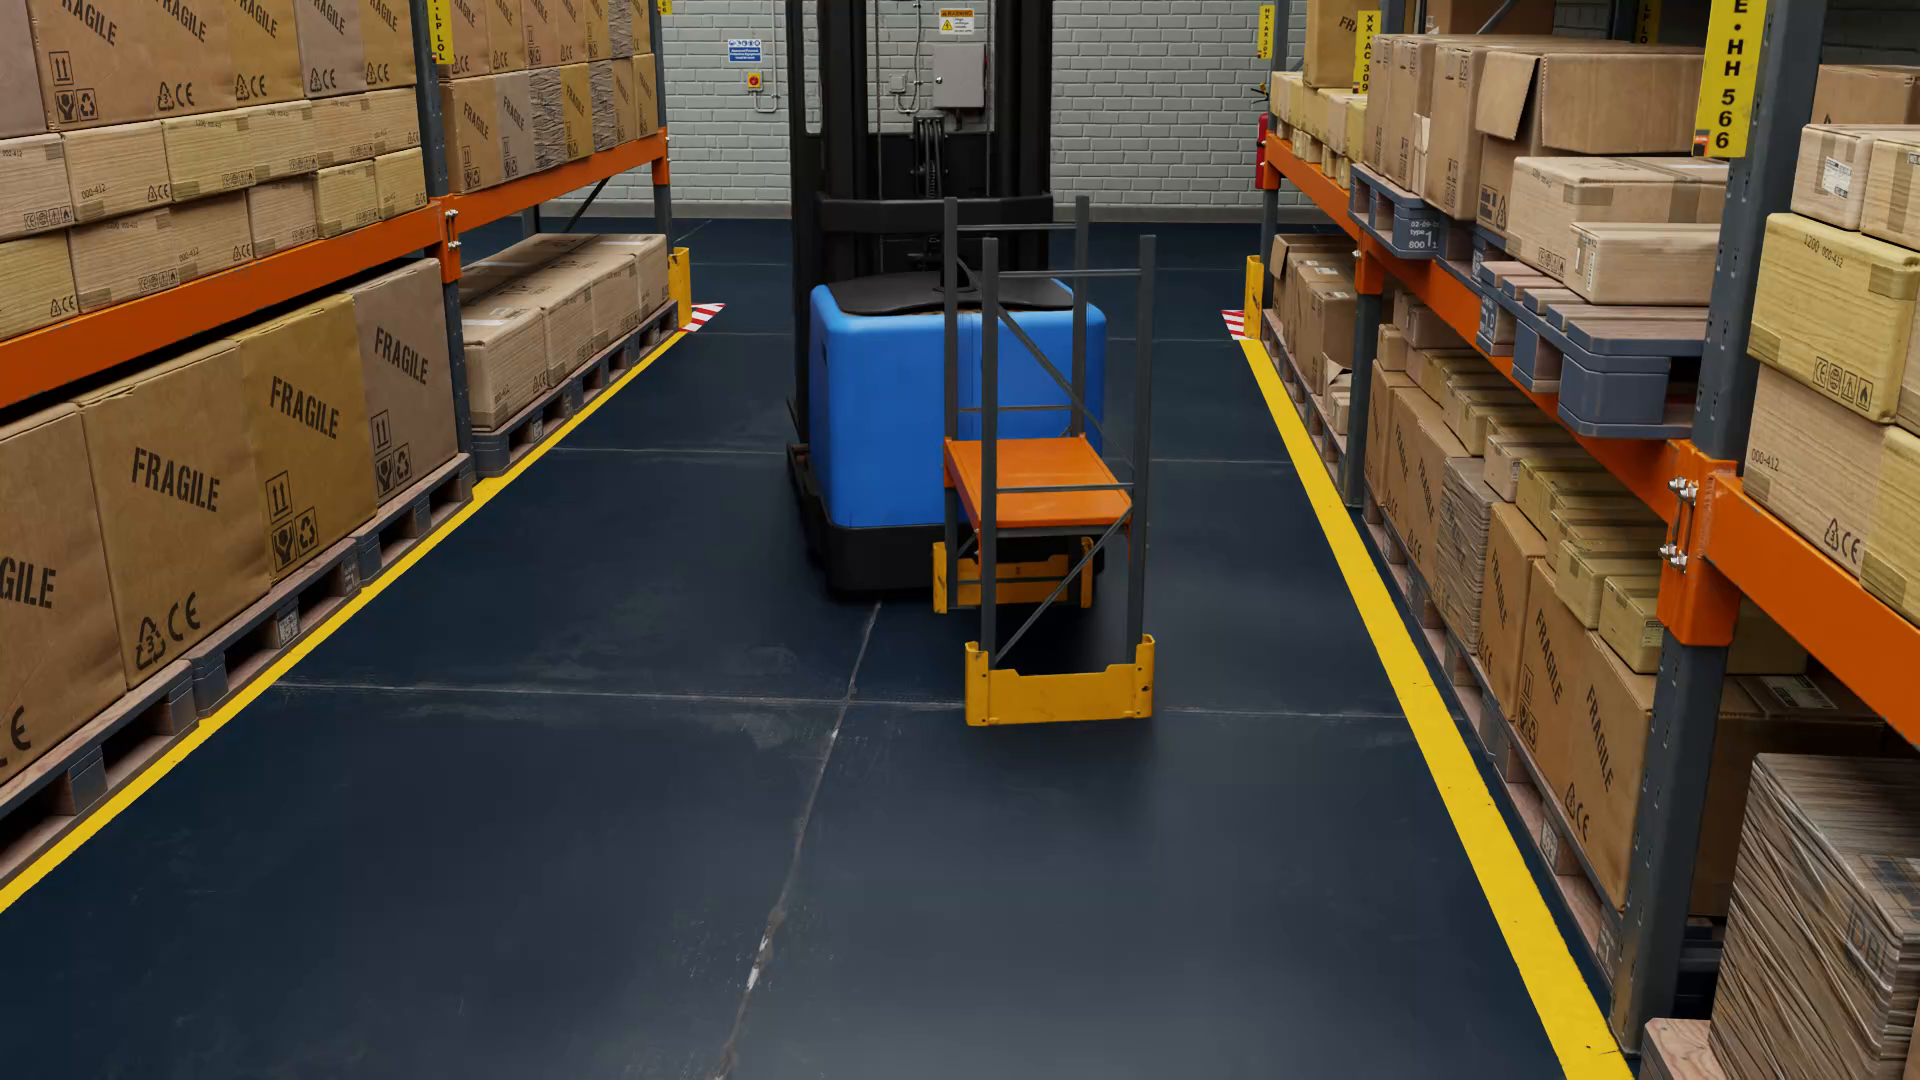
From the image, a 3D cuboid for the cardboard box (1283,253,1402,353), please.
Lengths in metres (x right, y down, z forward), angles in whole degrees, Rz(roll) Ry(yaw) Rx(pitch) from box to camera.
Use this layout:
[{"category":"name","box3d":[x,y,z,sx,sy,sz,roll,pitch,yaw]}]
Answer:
[{"category":"cardboard box","box3d":[2.255,-1.371,9.630,0.700,0.500,0.500,2,18,6]}]

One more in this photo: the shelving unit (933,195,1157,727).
[{"category":"shelving unit","box3d":[0.253,-0.311,5.463,0.587,1.500,1.083,-2,18,-6]}]

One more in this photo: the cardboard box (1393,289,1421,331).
[{"category":"cardboard box","box3d":[1.976,-0.924,6.746,0.380,0.149,0.250,1,18,3]}]

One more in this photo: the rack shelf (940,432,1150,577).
[{"category":"rack shelf","box3d":[0.254,-0.137,5.511,0.538,0.185,1.000,-2,18,-6]}]

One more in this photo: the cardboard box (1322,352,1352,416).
[{"category":"cardboard box","box3d":[1.979,-0.760,8.142,0.396,0.266,0.258,2,18,6]}]

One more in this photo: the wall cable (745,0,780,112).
[{"category":"wall cable","box3d":[-2.077,-5.171,16.204,0.585,1.953,0.123,1,18,4]}]

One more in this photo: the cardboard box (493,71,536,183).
[{"category":"cardboard box","box3d":[-2.410,-2.023,8.118,0.500,0.500,0.500,1,18,4]}]

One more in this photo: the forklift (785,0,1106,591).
[{"category":"forklift","box3d":[-0.206,-1.625,7.174,1.130,2.935,3.031,-3,18,-9]}]

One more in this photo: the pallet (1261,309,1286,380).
[{"category":"pallet","box3d":[2.432,-1.215,10.293,1.003,0.211,1.213,1,18,4]}]

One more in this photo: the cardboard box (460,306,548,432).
[{"category":"cardboard box","box3d":[-2.593,-0.854,8.151,0.875,0.438,0.875,1,18,3]}]

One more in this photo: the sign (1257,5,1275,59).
[{"category":"sign","box3d":[1.952,-3.235,10.589,0.100,0.325,0.005,1,18,4]}]

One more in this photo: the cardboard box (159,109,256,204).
[{"category":"cardboard box","box3d":[-2.613,-1.227,5.289,0.500,0.250,0.500,2,18,5]}]

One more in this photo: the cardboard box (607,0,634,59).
[{"category":"cardboard box","box3d":[-2.263,-3.126,9.880,0.500,0.500,0.500,1,18,4]}]

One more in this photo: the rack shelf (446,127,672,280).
[{"category":"rack shelf","box3d":[-2.601,-1.958,9.238,1.077,0.370,4.000,1,18,4]}]

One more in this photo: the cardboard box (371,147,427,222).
[{"category":"cardboard box","box3d":[-2.525,-1.463,6.811,0.500,0.250,0.500,1,18,3]}]

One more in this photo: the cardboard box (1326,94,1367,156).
[{"category":"cardboard box","box3d":[2.021,-1.959,7.848,0.500,0.250,0.500,1,18,4]}]

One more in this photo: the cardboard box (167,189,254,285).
[{"category":"cardboard box","box3d":[-2.651,-0.988,5.361,0.500,0.250,0.500,1,18,4]}]

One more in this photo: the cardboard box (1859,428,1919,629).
[{"category":"cardboard box","box3d":[1.603,0.033,2.247,0.500,0.250,0.500,1,18,3]}]

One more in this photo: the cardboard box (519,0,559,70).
[{"category":"cardboard box","box3d":[-2.379,-2.660,8.457,0.500,0.500,0.500,2,18,5]}]

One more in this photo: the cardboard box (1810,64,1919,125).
[{"category":"cardboard box","box3d":[2.113,-0.731,3.500,0.500,0.500,0.500,2,18,7]}]

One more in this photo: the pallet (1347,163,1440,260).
[{"category":"pallet","box3d":[2.040,-1.232,6.175,1.003,0.211,1.213,1,18,4]}]

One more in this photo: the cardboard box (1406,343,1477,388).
[{"category":"cardboard box","box3d":[1.973,-0.696,6.529,0.380,0.149,0.250,1,18,2]}]

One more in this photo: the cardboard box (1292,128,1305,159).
[{"category":"cardboard box","box3d":[2.054,-2.197,9.215,0.380,0.149,0.250,1,18,2]}]

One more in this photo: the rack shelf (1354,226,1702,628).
[{"category":"rack shelf","box3d":[2.063,-0.606,5.112,1.077,0.370,4.000,1,18,4]}]

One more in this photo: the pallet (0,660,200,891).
[{"category":"pallet","box3d":[-2.900,0.645,4.615,1.003,0.211,1.213,1,18,4]}]

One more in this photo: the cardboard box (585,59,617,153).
[{"category":"cardboard box","box3d":[-2.307,-2.498,9.568,0.500,0.500,0.500,2,18,6]}]

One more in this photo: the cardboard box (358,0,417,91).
[{"category":"cardboard box","box3d":[-2.526,-2.057,6.618,0.500,0.500,0.500,2,18,6]}]

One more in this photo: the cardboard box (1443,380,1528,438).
[{"category":"cardboard box","box3d":[1.904,-0.454,5.789,0.380,0.149,0.250,1,18,4]}]

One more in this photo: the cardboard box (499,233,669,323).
[{"category":"cardboard box","box3d":[-2.406,-1.696,10.723,0.875,0.438,0.875,1,18,2]}]

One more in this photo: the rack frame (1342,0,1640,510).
[{"category":"rack frame","box3d":[2.206,-1.569,6.895,1.000,3.000,0.127,1,18,4]}]

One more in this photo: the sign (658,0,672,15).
[{"category":"sign","box3d":[-1.918,-3.568,10.754,0.100,0.325,0.005,1,18,4]}]

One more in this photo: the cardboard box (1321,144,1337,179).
[{"category":"cardboard box","box3d":[2.005,-1.878,8.241,0.380,0.149,0.250,1,18,3]}]

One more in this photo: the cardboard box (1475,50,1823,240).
[{"category":"cardboard box","box3d":[1.852,-1.087,4.582,0.797,0.503,0.637,1,18,3]}]

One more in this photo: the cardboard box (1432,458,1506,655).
[{"category":"cardboard box","box3d":[1.835,0.046,5.307,0.500,0.500,0.500,1,18,2]}]

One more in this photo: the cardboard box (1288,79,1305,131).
[{"category":"cardboard box","box3d":[2.123,-2.433,9.294,0.500,0.250,0.500,1,18,3]}]

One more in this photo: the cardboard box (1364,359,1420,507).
[{"category":"cardboard box","box3d":[1.947,-0.436,6.776,0.500,0.500,0.500,2,18,6]}]

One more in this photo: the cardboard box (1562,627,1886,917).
[{"category":"cardboard box","box3d":[1.736,0.525,3.843,0.500,0.500,0.500,2,18,6]}]

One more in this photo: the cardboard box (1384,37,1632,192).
[{"category":"cardboard box","box3d":[1.912,-1.510,5.880,0.700,0.500,0.500,1,18,5]}]

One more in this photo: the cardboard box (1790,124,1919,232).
[{"category":"cardboard box","box3d":[1.603,-0.590,2.705,0.380,0.149,0.250,2,18,6]}]

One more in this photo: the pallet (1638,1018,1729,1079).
[{"category":"pallet","box3d":[1.822,1.253,2.761,1.003,0.211,1.213,1,18,4]}]

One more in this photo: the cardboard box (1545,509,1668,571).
[{"category":"cardboard box","box3d":[1.754,0.028,4.320,0.380,0.149,0.250,1,18,2]}]

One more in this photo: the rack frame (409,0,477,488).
[{"category":"rack frame","box3d":[-2.745,-1.679,7.230,1.000,3.000,0.127,1,18,4]}]

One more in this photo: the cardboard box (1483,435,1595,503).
[{"category":"cardboard box","box3d":[1.826,-0.217,5.067,0.380,0.149,0.250,0,18,1]}]

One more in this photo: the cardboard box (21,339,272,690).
[{"category":"cardboard box","box3d":[-2.831,-0.116,5.198,0.875,0.875,0.875,2,18,5]}]

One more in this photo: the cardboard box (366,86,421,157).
[{"category":"cardboard box","box3d":[-2.534,-1.703,6.741,0.500,0.250,0.500,1,18,4]}]

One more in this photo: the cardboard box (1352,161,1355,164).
[{"category":"cardboard box","box3d":[1.974,-1.636,7.502,0.380,0.149,0.250,2,18,5]}]

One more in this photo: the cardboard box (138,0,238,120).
[{"category":"cardboard box","box3d":[-2.634,-1.578,5.156,0.500,0.500,0.500,2,18,5]}]

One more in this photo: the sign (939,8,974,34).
[{"category":"sign","box3d":[-0.033,-5.039,16.158,0.339,0.242,0.001,1,18,4]}]

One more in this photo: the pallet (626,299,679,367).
[{"category":"pallet","box3d":[-2.437,-1.346,10.692,1.003,0.211,1.213,1,18,4]}]

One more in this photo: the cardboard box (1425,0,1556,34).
[{"category":"cardboard box","box3d":[2.579,-2.452,8.149,0.500,0.500,0.500,1,18,2]}]

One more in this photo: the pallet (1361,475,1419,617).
[{"category":"pallet","box3d":[2.186,0.009,6.556,1.003,0.211,1.213,1,18,4]}]
